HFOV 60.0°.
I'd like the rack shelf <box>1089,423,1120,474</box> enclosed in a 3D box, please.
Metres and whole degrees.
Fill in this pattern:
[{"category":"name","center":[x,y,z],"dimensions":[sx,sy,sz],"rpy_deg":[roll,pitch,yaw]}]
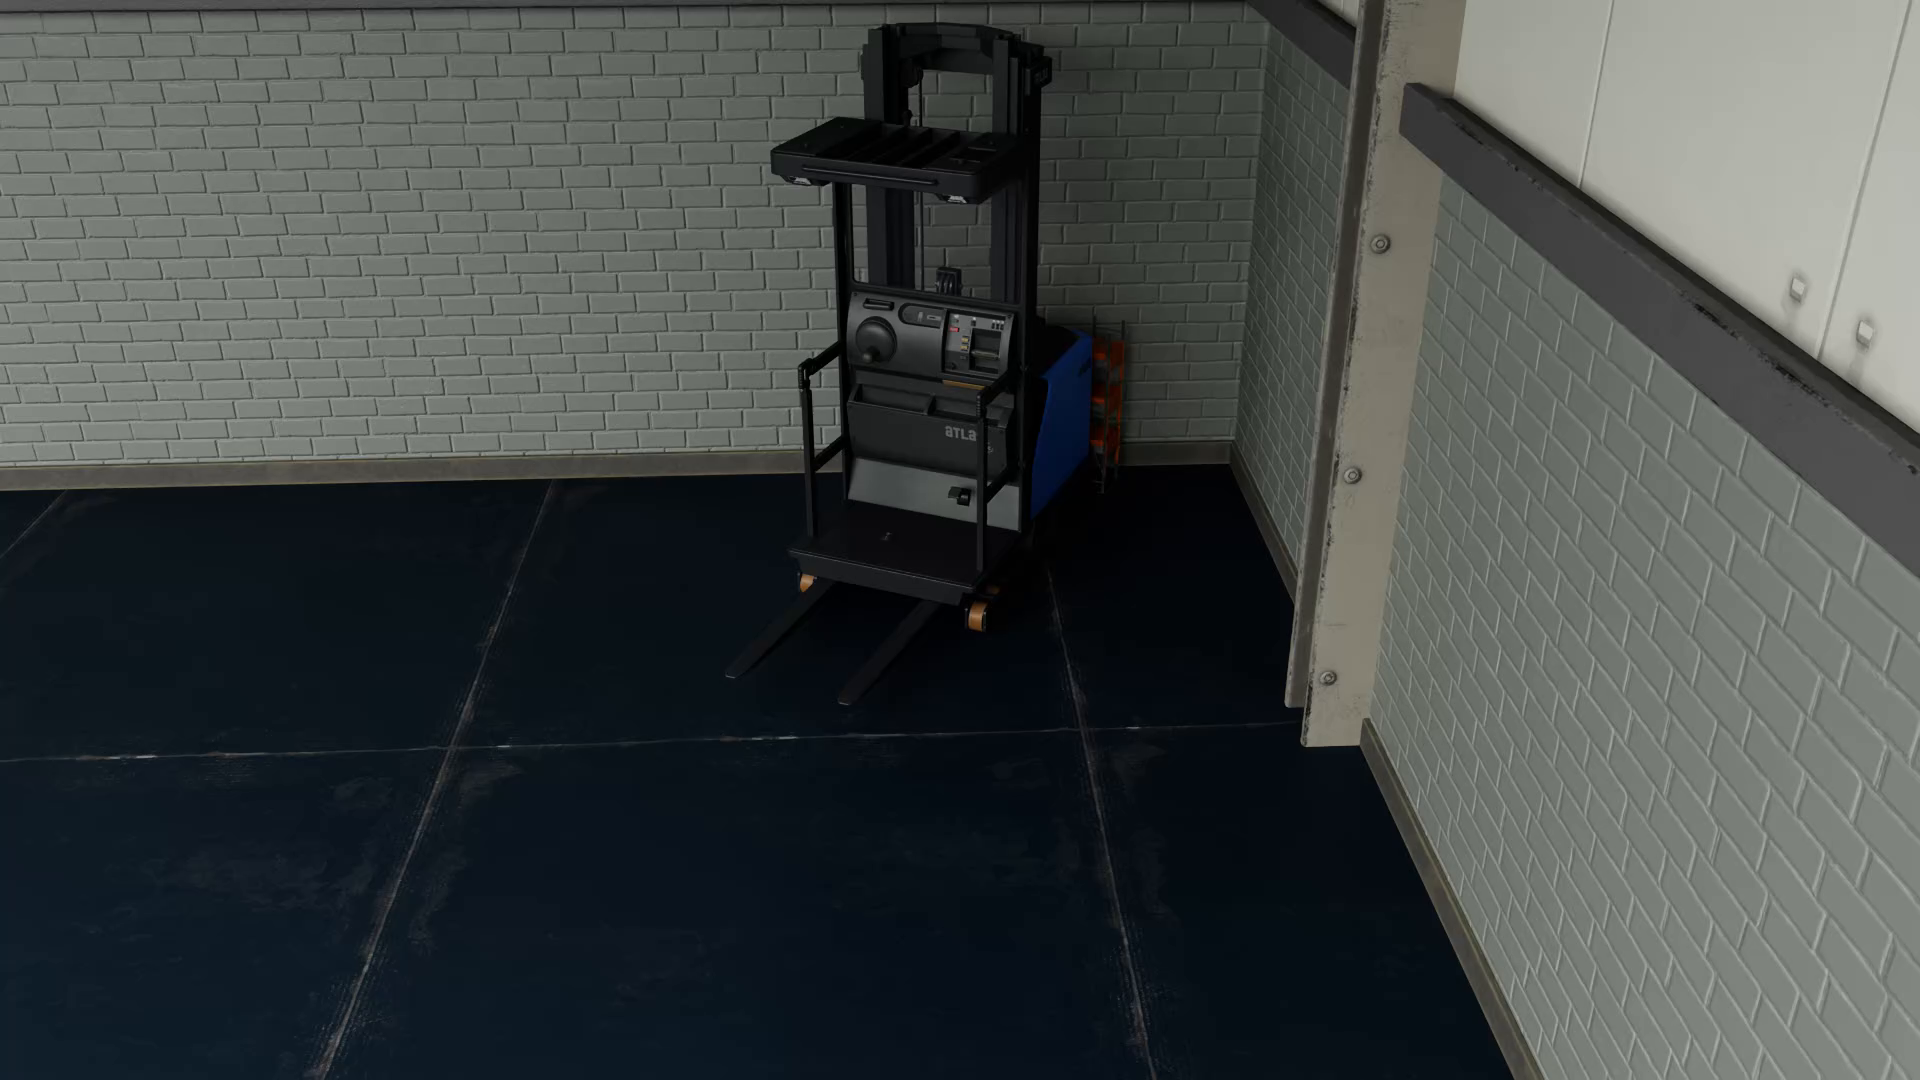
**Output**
[{"category":"rack shelf","center":[0.851,-0.567,10.327],"dimensions":[0.215,0.259,0.240],"rpy_deg":[12,30,21]}]

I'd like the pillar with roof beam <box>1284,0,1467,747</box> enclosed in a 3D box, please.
[{"category":"pillar with roof beam","center":[-2.532,-3.003,5.776],"dimensions":[9.100,9.000,0.400],"rpy_deg":[-1,28,-3]}]

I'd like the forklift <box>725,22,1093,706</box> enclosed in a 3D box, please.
[{"category":"forklift","center":[-0.241,-1.034,8.563],"dimensions":[1.130,2.935,3.031],"rpy_deg":[11,29,20]}]

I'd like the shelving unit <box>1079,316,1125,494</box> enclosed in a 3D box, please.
[{"category":"shelving unit","center":[0.851,-0.823,10.193],"dimensions":[0.215,1.050,0.252],"rpy_deg":[12,30,21]}]

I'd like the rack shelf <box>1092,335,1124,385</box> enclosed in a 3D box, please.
[{"category":"rack shelf","center":[0.851,-1.065,10.067],"dimensions":[0.215,0.259,0.240],"rpy_deg":[12,30,21]}]

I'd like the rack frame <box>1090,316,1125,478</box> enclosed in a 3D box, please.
[{"category":"rack frame","center":[0.901,-0.875,10.292],"dimensions":[0.200,1.050,0.008],"rpy_deg":[12,30,21]}]

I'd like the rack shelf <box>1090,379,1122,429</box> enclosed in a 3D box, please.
[{"category":"rack shelf","center":[0.851,-0.814,10.198],"dimensions":[0.215,0.259,0.240],"rpy_deg":[12,30,21]}]

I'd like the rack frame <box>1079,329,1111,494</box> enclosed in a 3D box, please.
[{"category":"rack frame","center":[0.800,-0.772,10.095],"dimensions":[0.200,1.050,0.008],"rpy_deg":[12,30,21]}]
